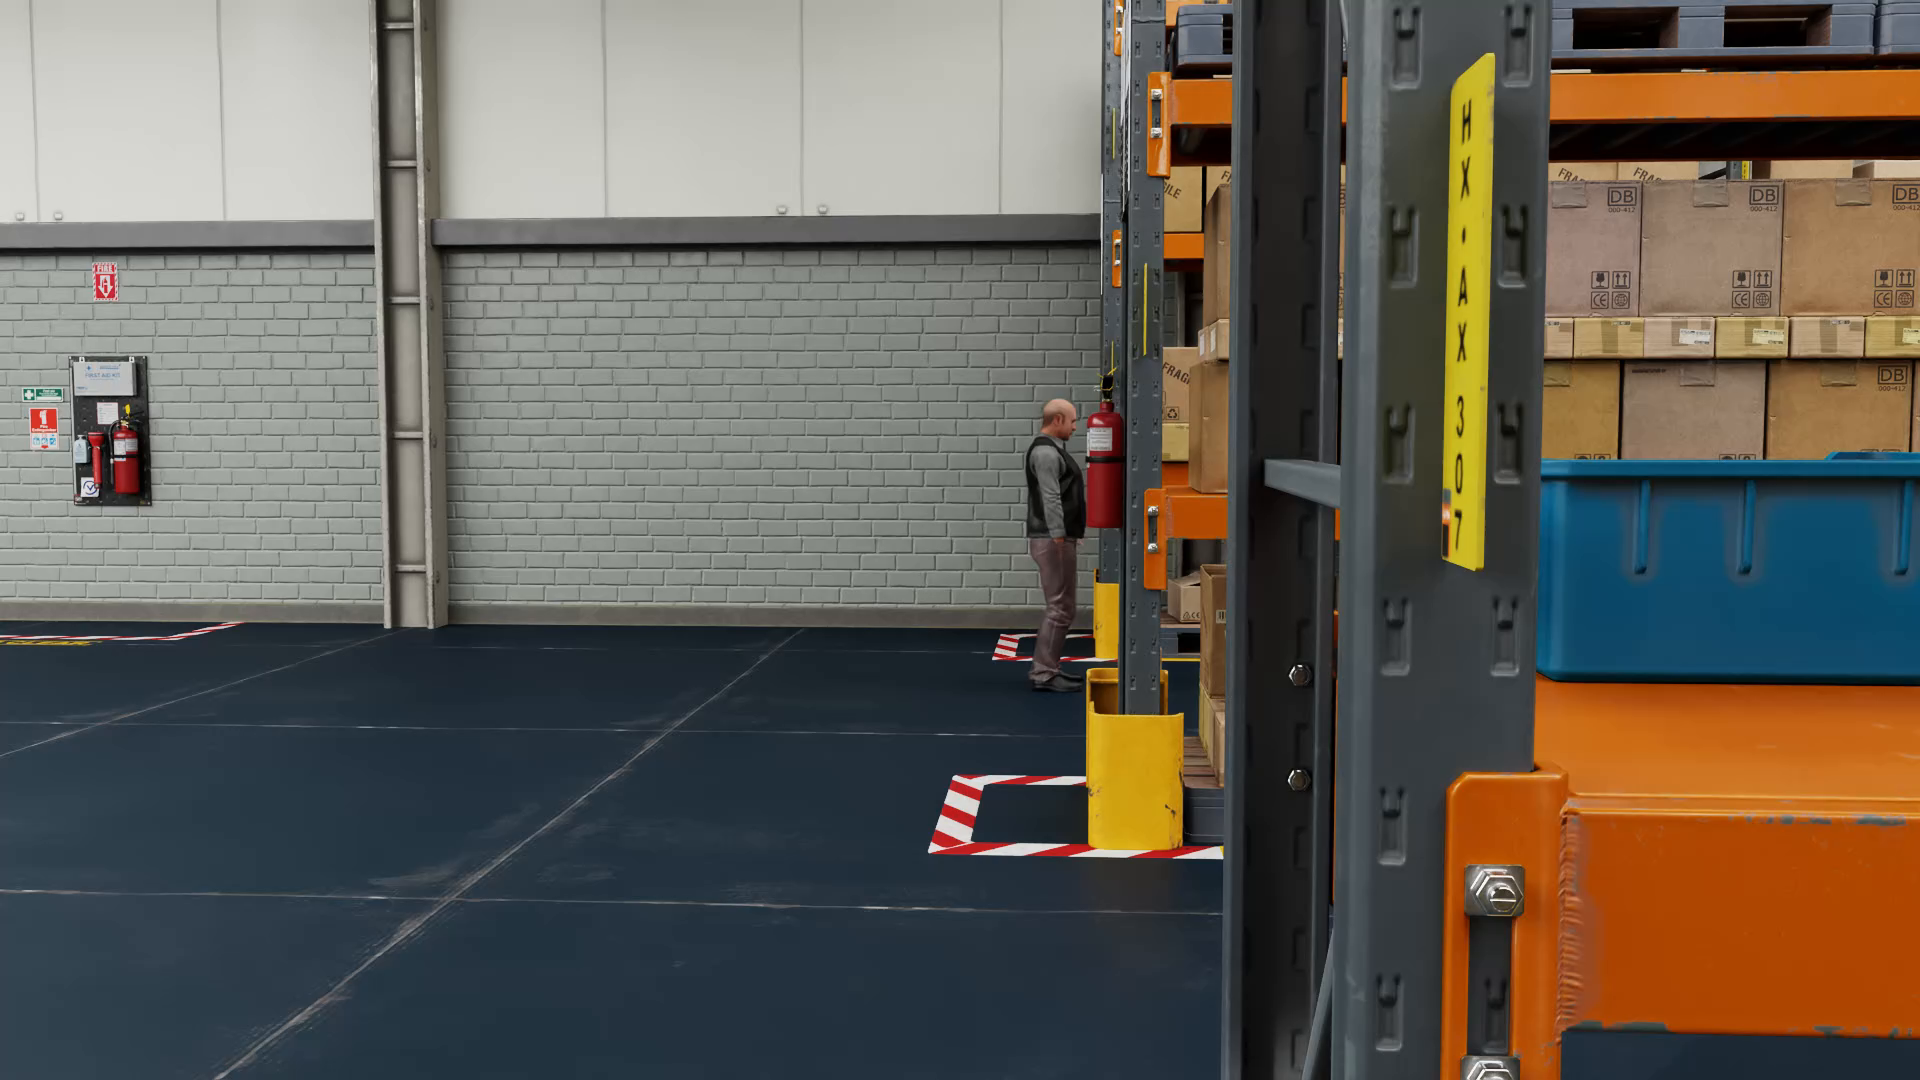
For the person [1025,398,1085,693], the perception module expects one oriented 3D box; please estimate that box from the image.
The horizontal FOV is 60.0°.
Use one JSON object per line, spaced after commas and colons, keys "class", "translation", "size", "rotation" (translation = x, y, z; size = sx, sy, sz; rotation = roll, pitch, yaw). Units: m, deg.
{"class": "person", "translation": [0.565, 0.022, 9.837], "size": [0.353, 1.712, 0.535], "rotation": [0, 4, 5]}
